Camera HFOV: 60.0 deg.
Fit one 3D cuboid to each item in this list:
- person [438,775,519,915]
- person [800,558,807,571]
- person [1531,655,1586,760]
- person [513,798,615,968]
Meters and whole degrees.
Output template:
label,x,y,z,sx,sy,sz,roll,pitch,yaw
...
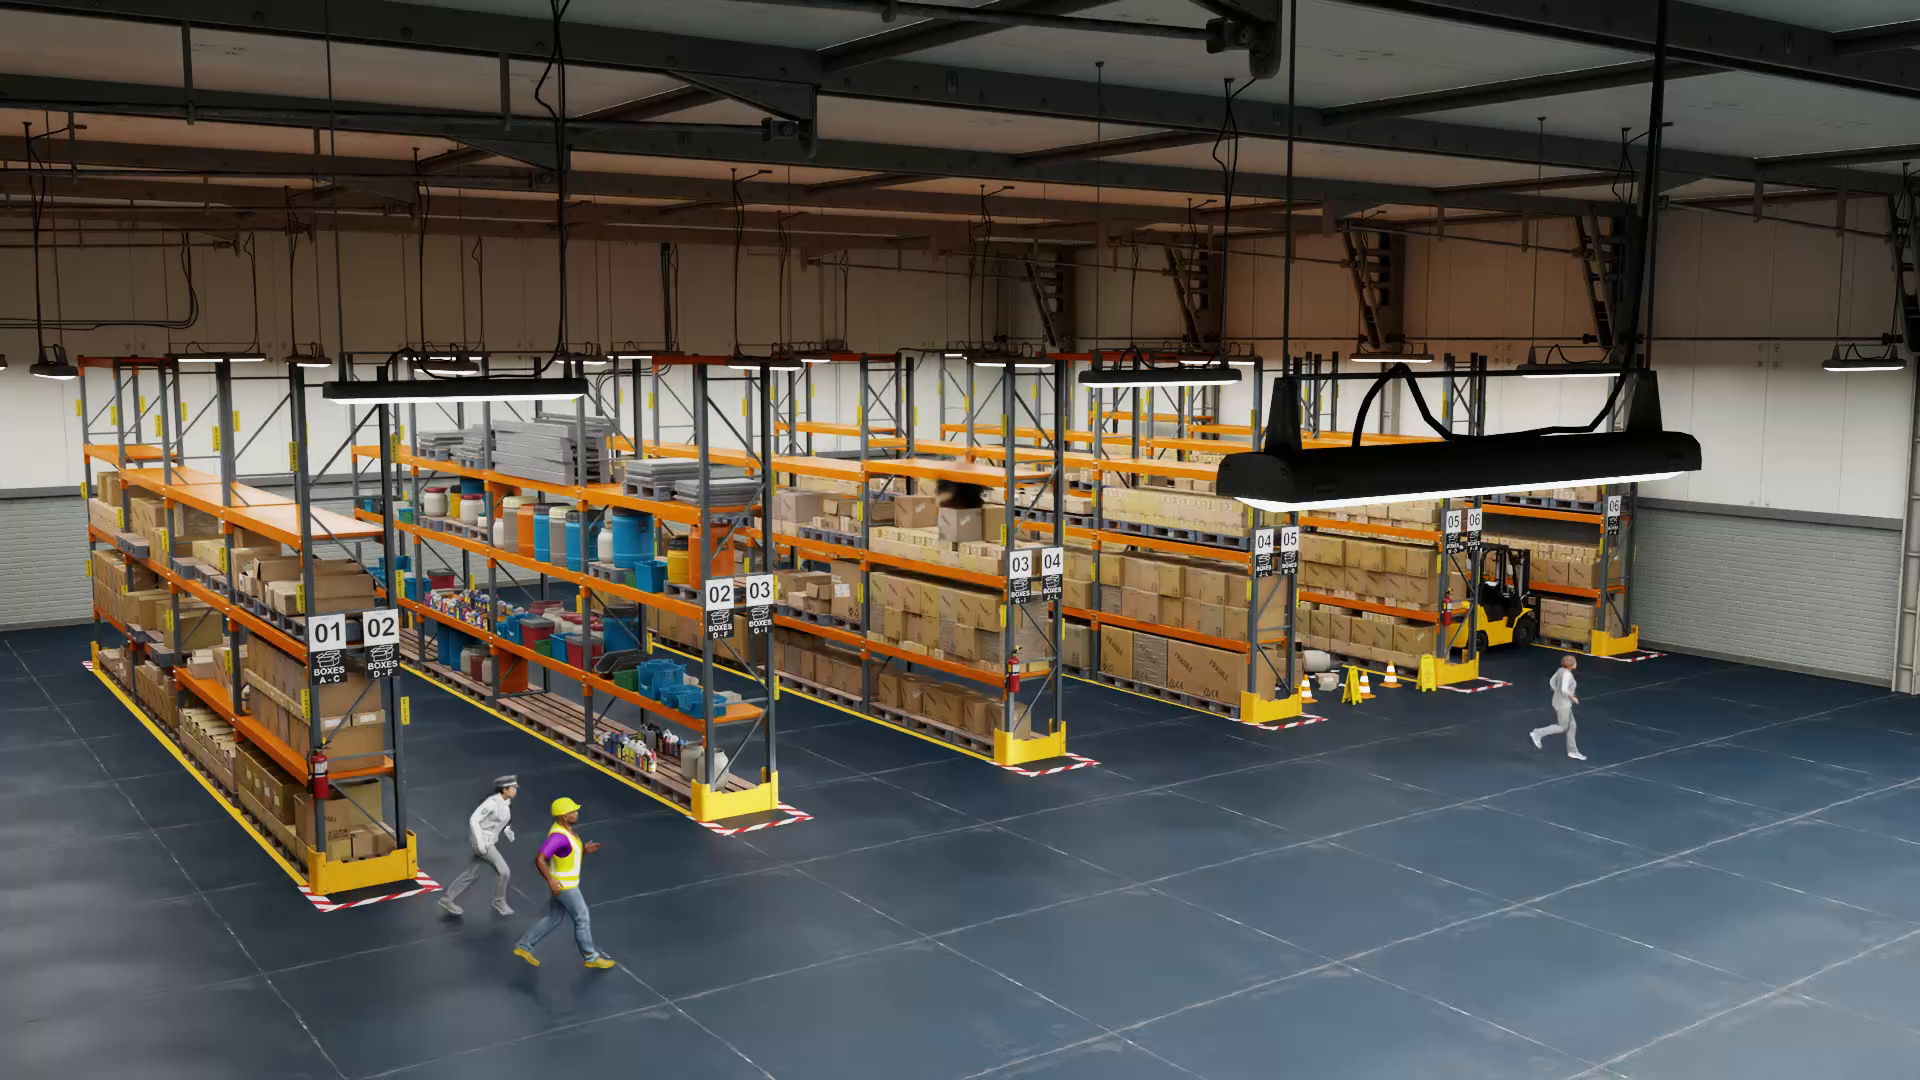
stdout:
label,x,y,z,sx,sy,sz,roll,pitch,yaw
person,-5.294,3.375,18.302,0.909,1.605,0.615,0,7,0
person,-4.075,0.328,42.766,0.616,1.645,0.578,5,9,36
person,9.068,2.519,25.152,0.817,1.587,0.563,1,7,9
person,-3.958,3.424,16.532,0.988,1.759,0.696,-2,7,-17
